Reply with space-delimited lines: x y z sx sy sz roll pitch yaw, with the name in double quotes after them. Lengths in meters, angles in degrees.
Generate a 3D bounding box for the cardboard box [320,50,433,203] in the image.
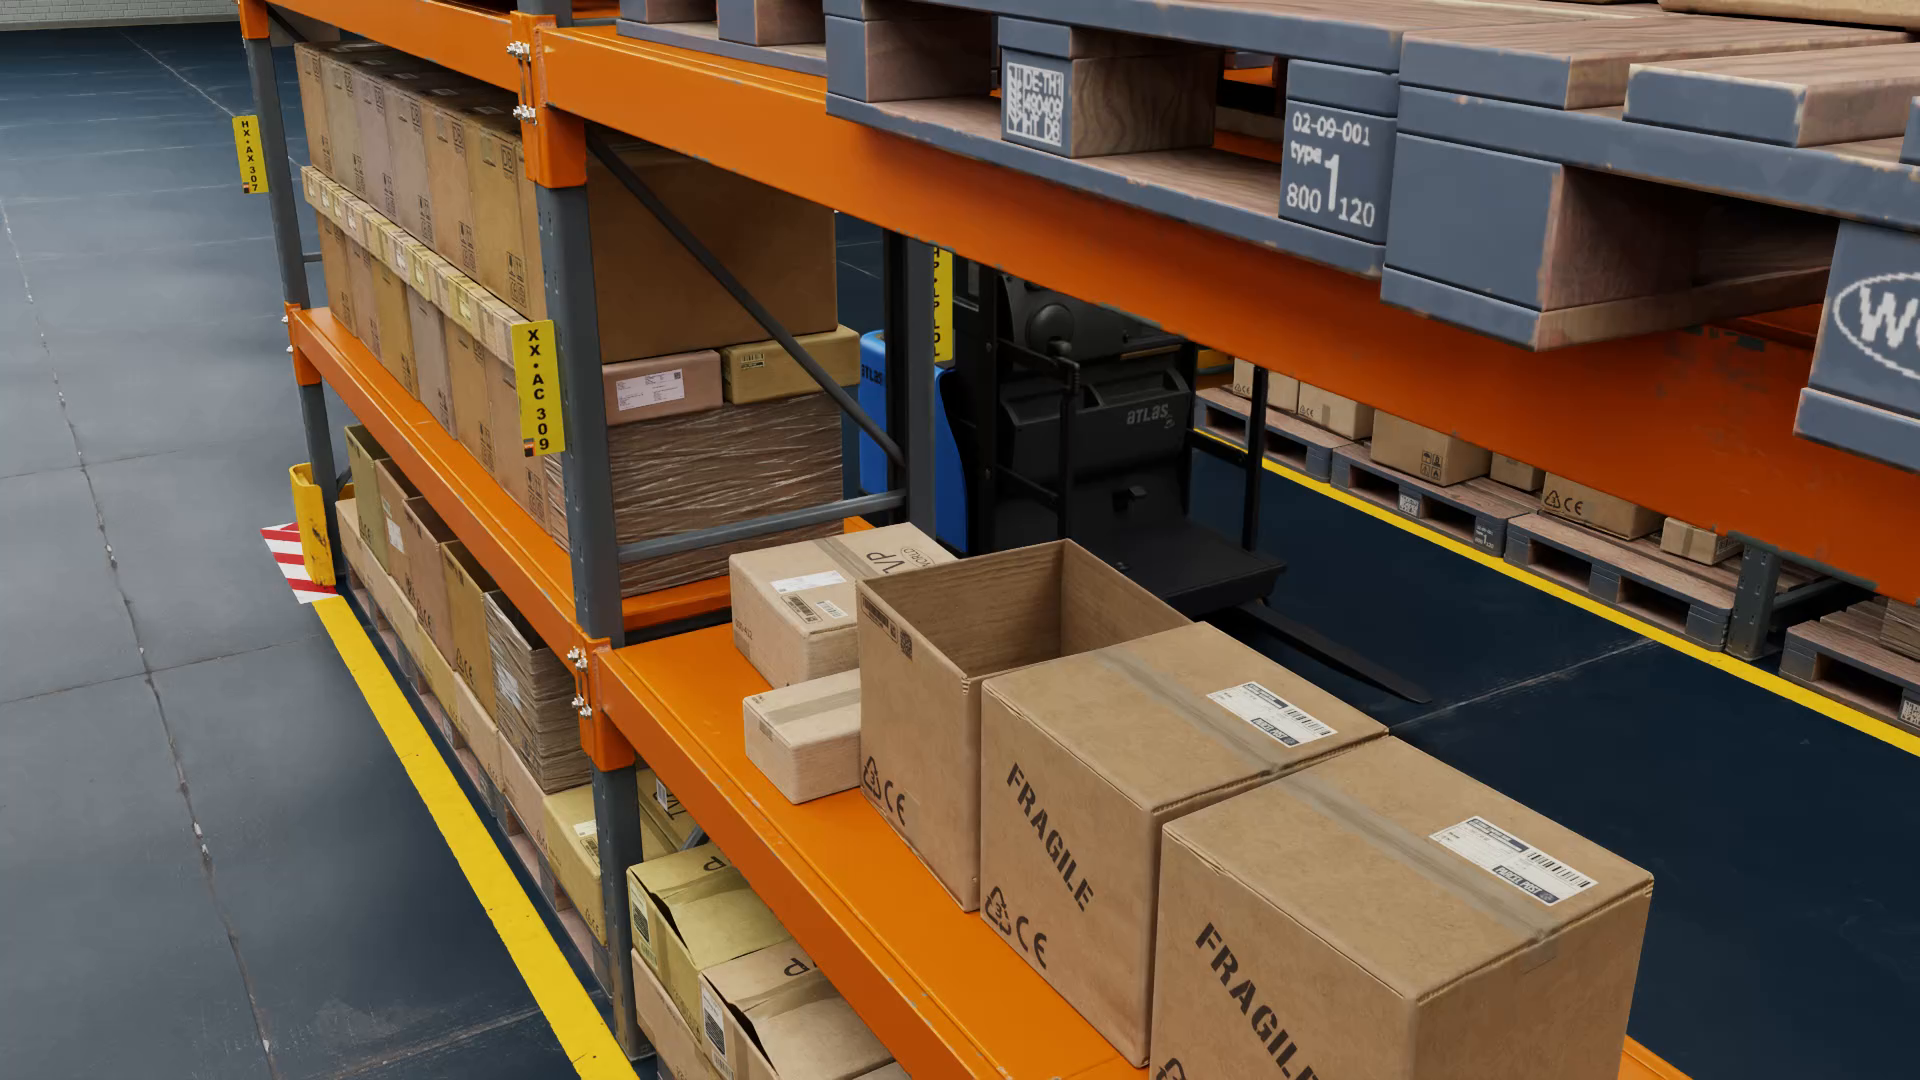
-2.042 -1.631 6.484 0.700 0.500 0.500 -13 26 -30 "cardboard box"

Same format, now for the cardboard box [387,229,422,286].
-1.770 -1.004 5.803 0.380 0.149 0.250 -12 25 -28 "cardboard box"

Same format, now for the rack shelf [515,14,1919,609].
0.495 -0.437 2.375 1.077 0.370 4.000 -13 25 -28 "rack shelf"

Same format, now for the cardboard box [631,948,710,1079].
-0.533 1.229 4.398 0.500 0.250 0.500 -13 26 -29 "cardboard box"

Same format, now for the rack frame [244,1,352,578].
-2.570 -1.323 7.583 1.000 3.000 0.127 -13 25 -28 "rack frame"

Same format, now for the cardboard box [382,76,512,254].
-1.528 -1.305 5.684 0.700 0.500 0.500 -13 25 -28 "cardboard box"

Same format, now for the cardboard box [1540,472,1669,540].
3.166 -0.356 7.940 0.500 0.500 0.500 -15 26 -32 "cardboard box"

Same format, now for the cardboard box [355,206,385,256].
-2.026 -1.168 6.206 0.380 0.149 0.250 -14 26 -30 "cardboard box"

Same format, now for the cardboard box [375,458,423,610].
-1.963 -0.054 6.559 0.500 0.500 0.500 -13 25 -28 "cardboard box"

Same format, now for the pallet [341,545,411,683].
-2.143 0.208 7.519 1.003 0.211 1.213 -13 25 -28 "pallet"

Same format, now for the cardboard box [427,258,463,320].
-1.497 -0.833 5.384 0.380 0.149 0.250 -12 25 -27 "cardboard box"

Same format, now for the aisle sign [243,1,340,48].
-2.867 -2.490 7.001 0.394 0.787 0.004 -13 25 -28 "aisle sign"

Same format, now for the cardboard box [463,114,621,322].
-1.018 -0.981 4.887 0.700 0.500 0.500 -13 25 -28 "cardboard box"

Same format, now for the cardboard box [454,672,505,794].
-1.466 0.620 5.896 0.500 0.250 0.500 -13 25 -28 "cardboard box"

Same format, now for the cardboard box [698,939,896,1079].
-0.278 1.136 3.882 0.500 0.311 0.500 -13 25 -29 "cardboard box"

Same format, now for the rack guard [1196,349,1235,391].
1.726 -1.095 10.340 1.175 0.500 0.348 -13 25 -28 "rack guard"

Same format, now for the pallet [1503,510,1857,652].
3.357 0.099 7.788 1.003 0.211 1.213 -13 25 -28 "pallet"

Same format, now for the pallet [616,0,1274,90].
-0.065 -1.046 3.172 0.805 0.209 1.217 -14 26 -30 "pallet"

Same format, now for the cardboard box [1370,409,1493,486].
2.586 -0.650 8.662 0.700 0.500 0.500 -14 26 -32 "cardboard box"

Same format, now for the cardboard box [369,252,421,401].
-1.821 -0.885 6.372 0.700 0.500 0.500 -12 25 -28 "cardboard box"

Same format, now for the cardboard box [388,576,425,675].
-1.973 0.296 6.694 0.500 0.250 0.500 -13 25 -28 "cardboard box"

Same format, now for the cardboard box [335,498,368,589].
-2.487 -0.027 7.489 0.500 0.250 0.500 -13 25 -28 "cardboard box"

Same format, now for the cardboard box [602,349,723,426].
-0.850 -0.422 4.372 0.380 0.149 0.250 -13 25 -28 "cardboard box"

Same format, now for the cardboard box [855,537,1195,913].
0.121 0.348 3.340 0.500 0.500 0.500 -11 24 -24 "cardboard box"

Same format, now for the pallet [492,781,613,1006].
-0.897 0.998 5.576 1.003 0.211 1.213 -13 25 -28 "pallet"

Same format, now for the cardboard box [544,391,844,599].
-0.759 -0.217 4.729 0.700 0.500 0.500 -13 26 -30 "cardboard box"

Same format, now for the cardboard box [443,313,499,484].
-1.286 -0.550 5.547 0.700 0.500 0.500 -12 25 -27 "cardboard box"

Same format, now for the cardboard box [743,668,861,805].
-0.250 0.414 3.642 0.380 0.149 0.250 -13 25 -28 "cardboard box"

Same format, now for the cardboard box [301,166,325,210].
-2.554 -1.501 7.028 0.380 0.149 0.250 -13 25 -29 "cardboard box"

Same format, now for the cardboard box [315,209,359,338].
-2.342 -1.216 7.186 0.700 0.500 0.500 -13 25 -28 "cardboard box"

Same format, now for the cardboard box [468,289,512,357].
-1.245 -0.671 4.986 0.380 0.149 0.250 -13 25 -28 "cardboard box"

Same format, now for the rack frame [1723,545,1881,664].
3.730 -0.982 6.745 1.000 3.000 0.127 -13 25 -28 "rack frame"

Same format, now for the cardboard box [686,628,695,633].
-0.756 0.333 5.607 0.500 0.500 0.500 -13 25 -28 "cardboard box"

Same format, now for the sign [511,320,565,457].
-1.003 -0.359 3.956 0.100 0.325 0.005 -13 25 -28 "sign"

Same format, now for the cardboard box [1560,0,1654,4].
0.671 -0.738 1.801 0.500 0.250 0.500 -13 26 -29 "cardboard box"

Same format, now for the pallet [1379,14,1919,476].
1.093 -0.238 1.181 1.213 0.211 1.003 -11 25 -26 "pallet"

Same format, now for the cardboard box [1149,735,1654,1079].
0.646 0.680 2.522 0.500 0.500 0.500 -14 26 -31 "cardboard box"

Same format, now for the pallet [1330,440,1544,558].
2.730 -0.296 8.760 1.003 0.211 1.213 -13 25 -28 "pallet"

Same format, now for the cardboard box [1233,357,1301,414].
1.963 -0.994 9.760 0.500 0.311 0.500 -16 27 -34 "cardboard box"

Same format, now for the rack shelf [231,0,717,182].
-1.548 -1.732 5.561 1.077 0.370 4.000 -13 25 -28 "rack shelf"

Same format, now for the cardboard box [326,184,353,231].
-2.291 -1.336 6.619 0.380 0.149 0.250 -12 25 -28 "cardboard box"

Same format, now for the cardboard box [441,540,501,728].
-1.455 0.270 5.761 0.500 0.500 0.500 -13 25 -28 "cardboard box"

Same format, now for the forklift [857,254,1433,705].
0.699 -0.970 6.805 1.130 2.935 3.031 -13 26 -29 "forklift"

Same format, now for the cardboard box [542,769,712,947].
-0.951 0.943 5.102 0.500 0.250 0.500 -13 25 -28 "cardboard box"
